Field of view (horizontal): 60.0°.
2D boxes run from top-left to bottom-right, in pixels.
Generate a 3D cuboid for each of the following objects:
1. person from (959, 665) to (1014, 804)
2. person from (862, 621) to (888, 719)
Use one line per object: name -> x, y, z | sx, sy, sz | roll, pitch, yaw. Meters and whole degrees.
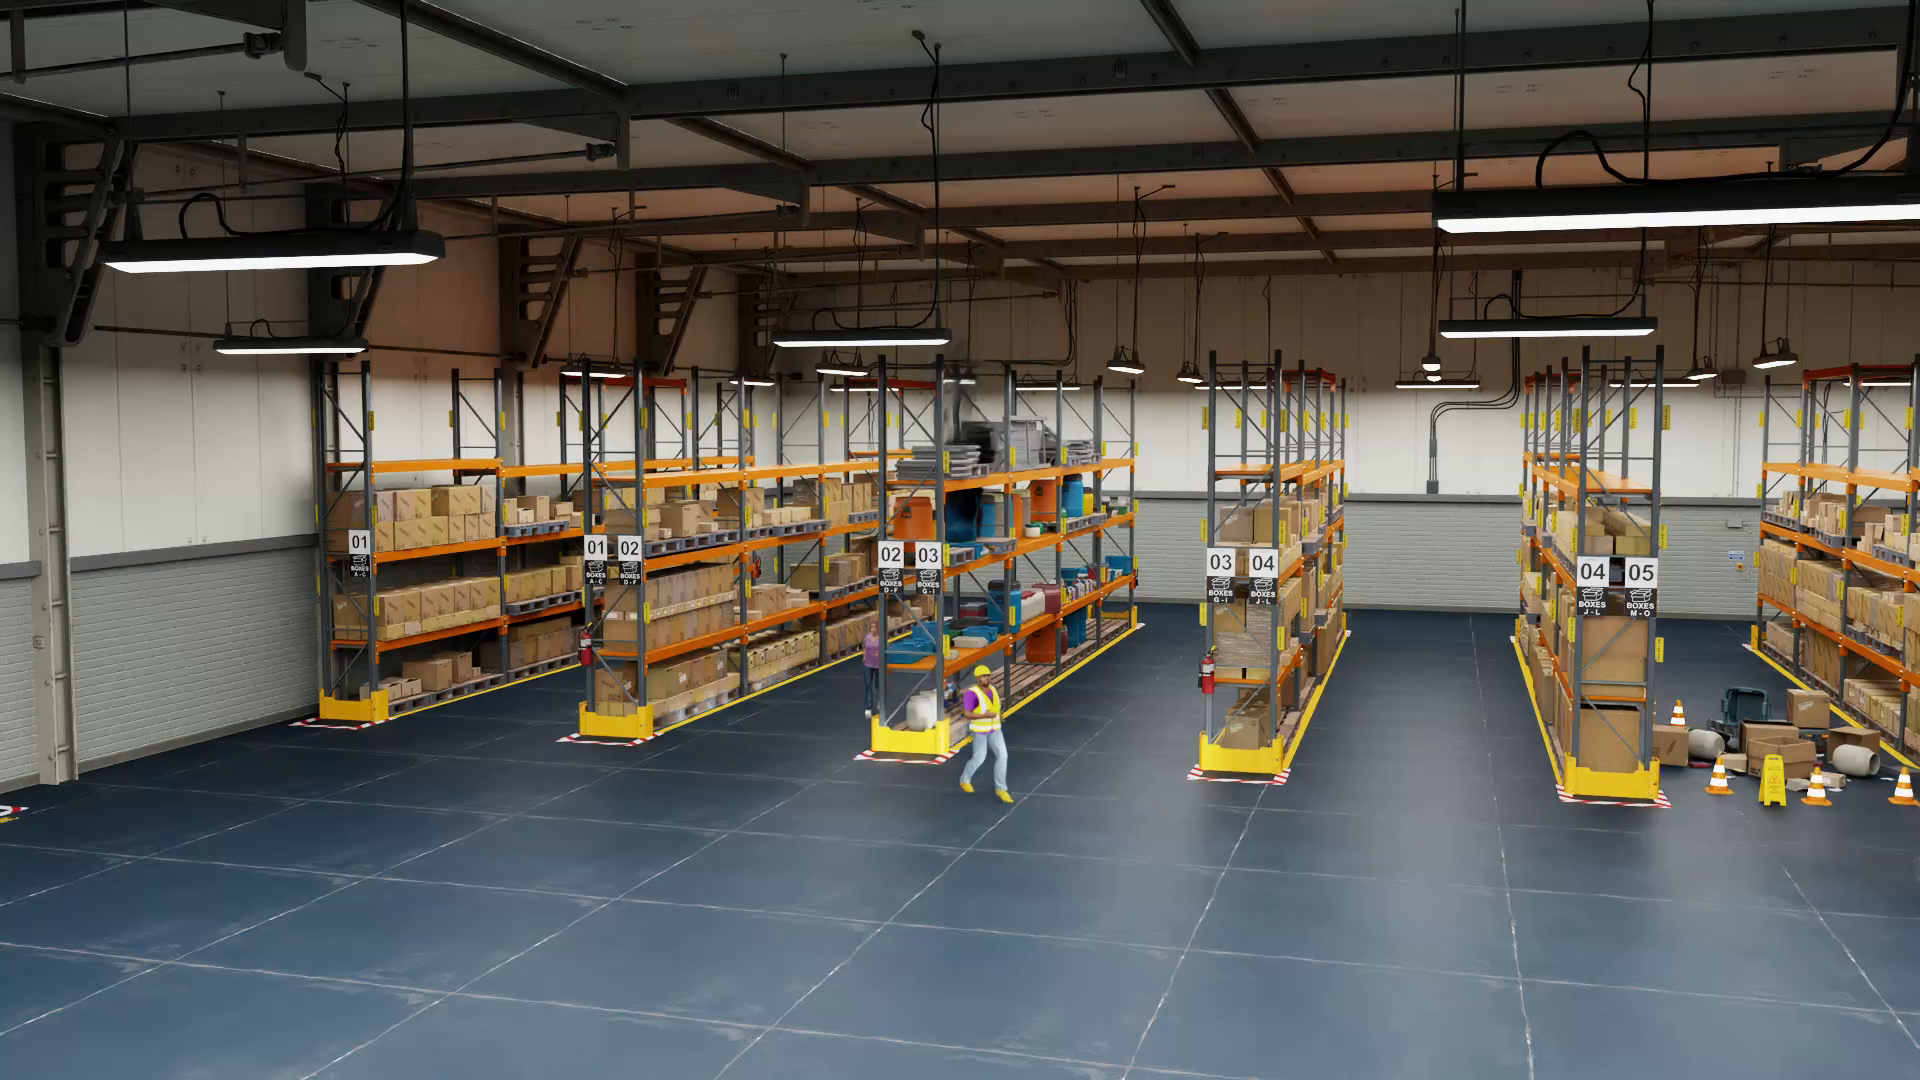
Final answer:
person -> 0.353, 2.548, 22.048 | 0.704, 1.780, 0.899 | -3, 5, -36
person -> -1.445, 2.221, 28.264 | 0.539, 1.516, 0.871 | 1, 4, 11
